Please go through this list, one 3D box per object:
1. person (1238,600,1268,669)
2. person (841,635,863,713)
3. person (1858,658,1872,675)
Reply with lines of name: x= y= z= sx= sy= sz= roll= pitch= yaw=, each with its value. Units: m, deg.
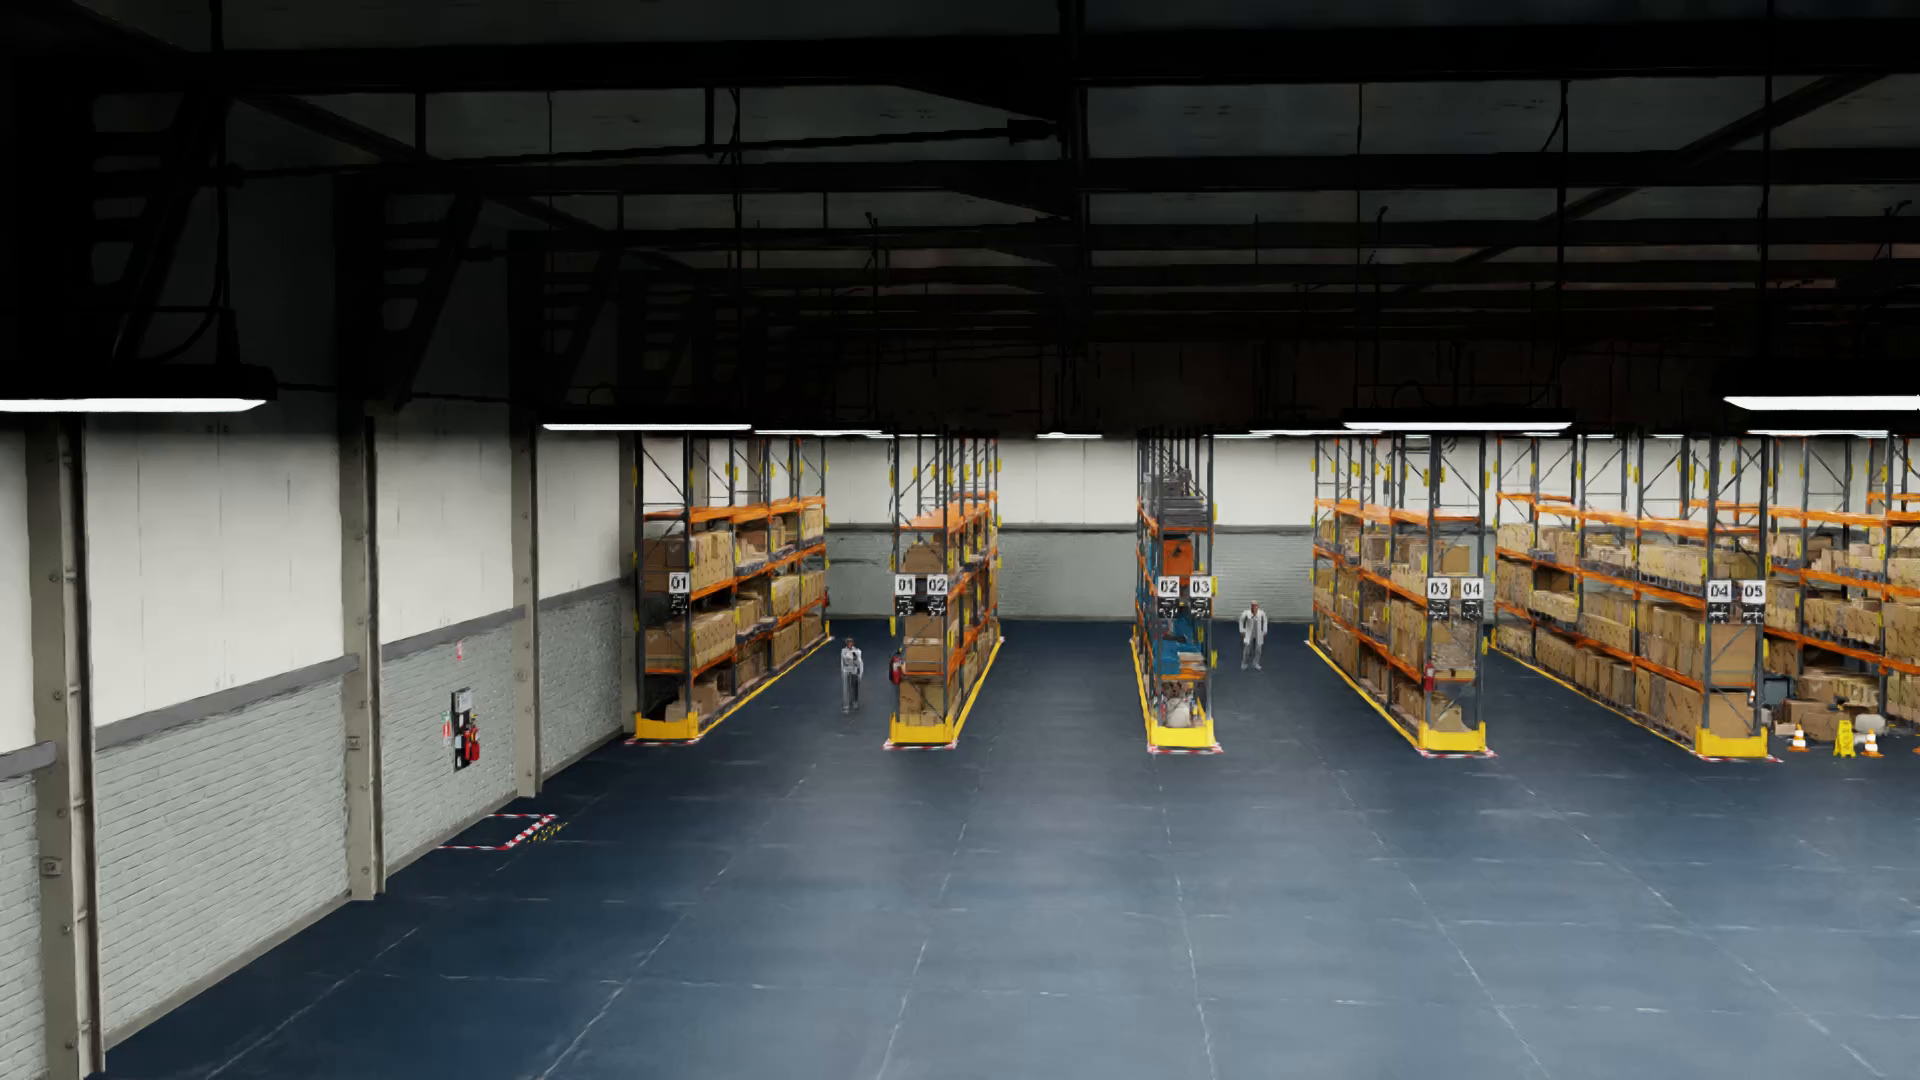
person: x=7.337 y=2.411 z=41.637 sx=0.729 sy=1.631 sz=0.546 roll=0 pitch=3 yaw=3
person: x=-2.280 y=2.797 z=35.019 sx=0.502 sy=1.625 sz=0.997 roll=0 pitch=3 yaw=4
person: x=21.394 y=2.509 z=39.383 sx=0.468 sy=1.677 sz=0.497 roll=2 pitch=4 yaw=35
